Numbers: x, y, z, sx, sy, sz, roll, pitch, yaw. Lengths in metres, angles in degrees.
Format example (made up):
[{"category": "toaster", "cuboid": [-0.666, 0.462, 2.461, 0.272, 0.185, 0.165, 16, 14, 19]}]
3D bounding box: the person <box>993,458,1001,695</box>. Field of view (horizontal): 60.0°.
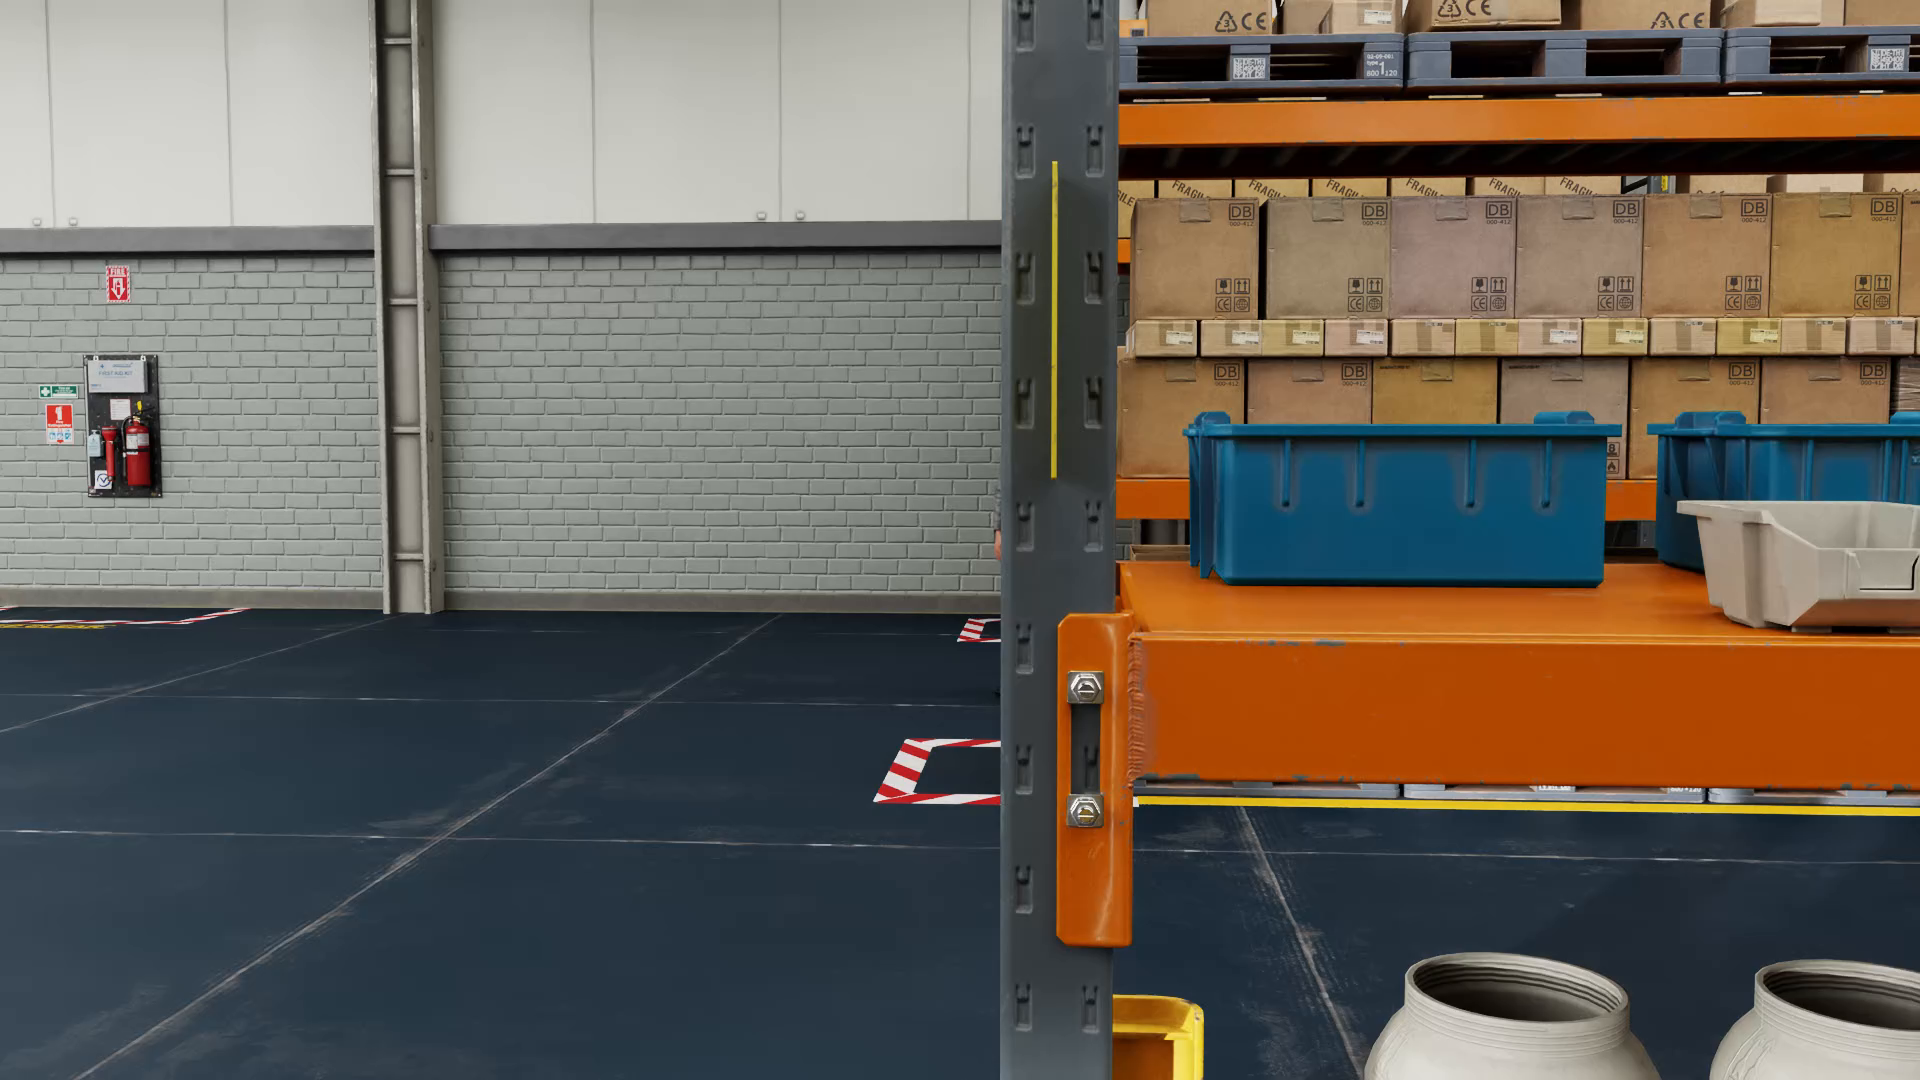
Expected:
[{"category": "person", "cuboid": [0.479, 0.009, 9.397, 0.581, 1.721, 0.420, 0, 4, 4]}]
